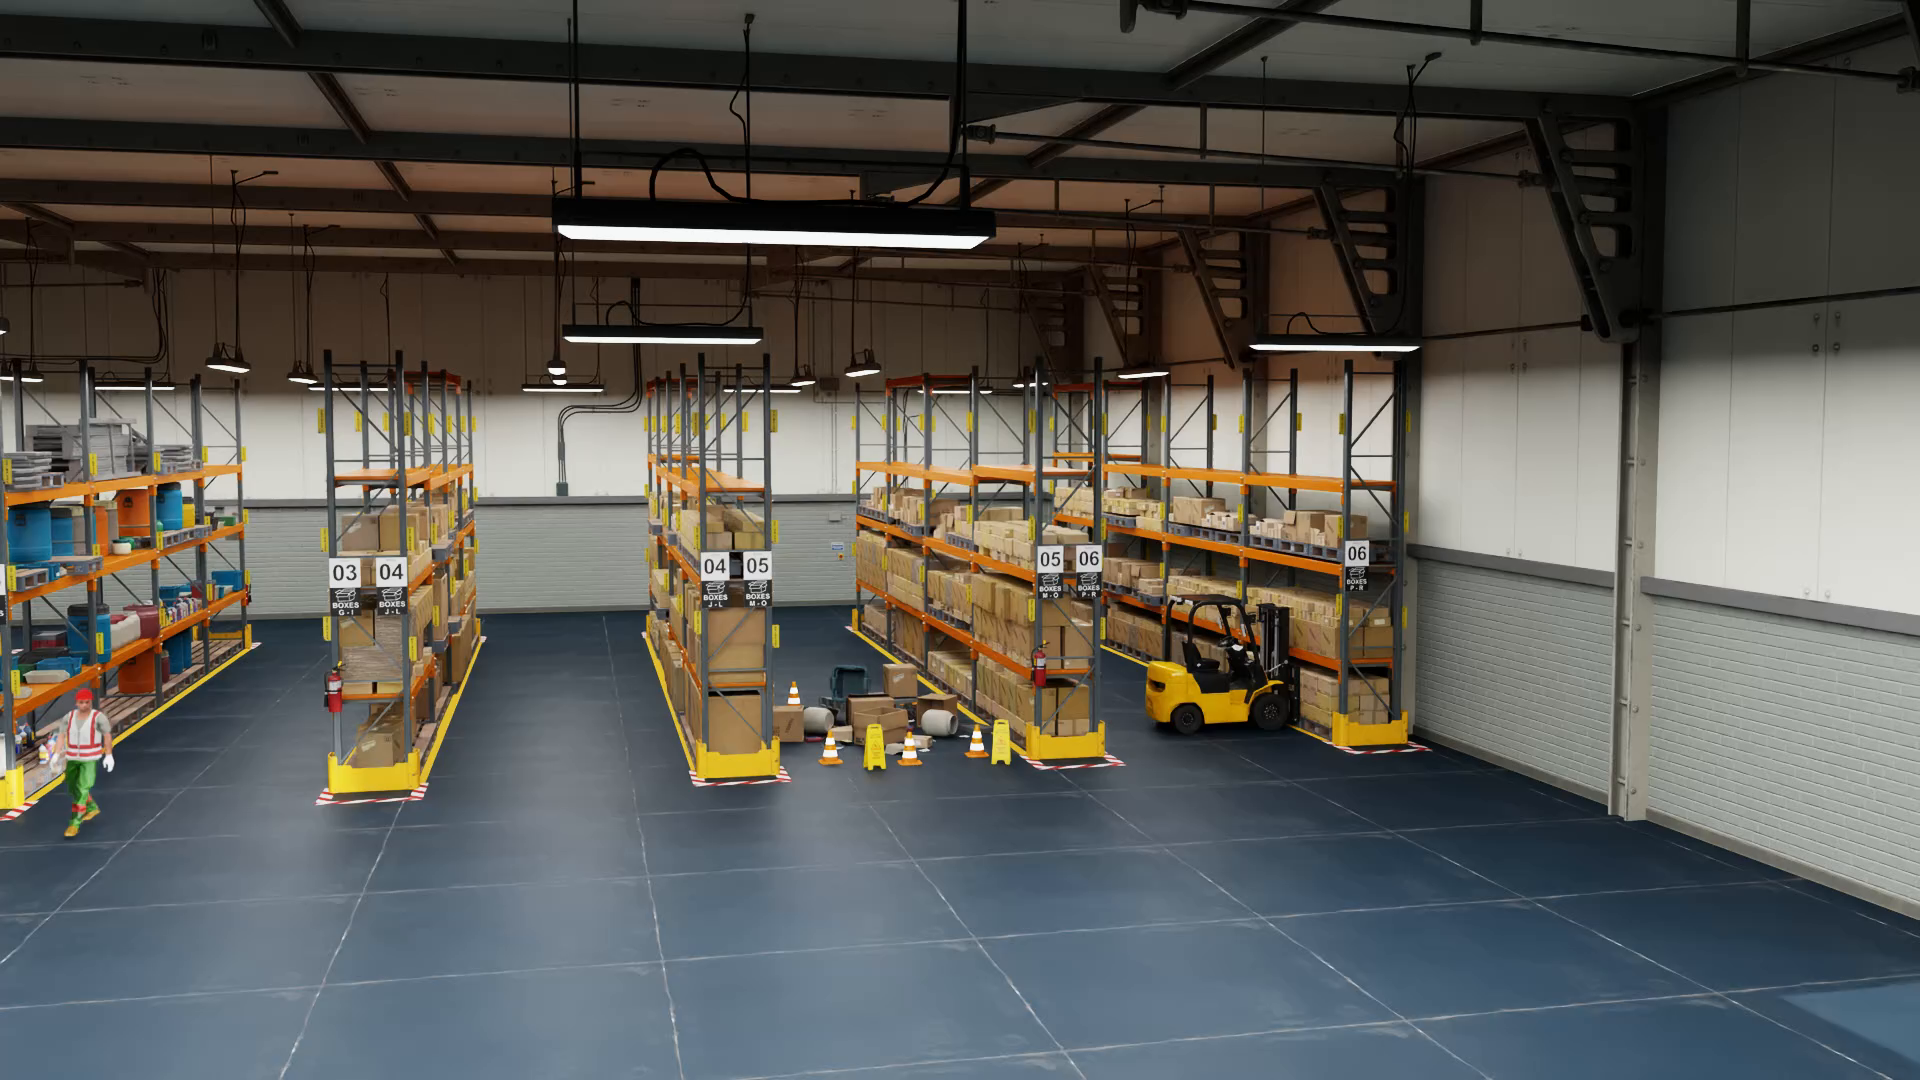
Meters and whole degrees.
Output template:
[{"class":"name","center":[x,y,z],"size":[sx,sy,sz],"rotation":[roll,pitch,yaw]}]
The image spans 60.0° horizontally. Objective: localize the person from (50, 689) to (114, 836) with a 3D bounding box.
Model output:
[{"class":"person","center":[-10.815,2.702,20.489],"size":[0.635,1.752,0.932],"rotation":[0,4,-6]}]
